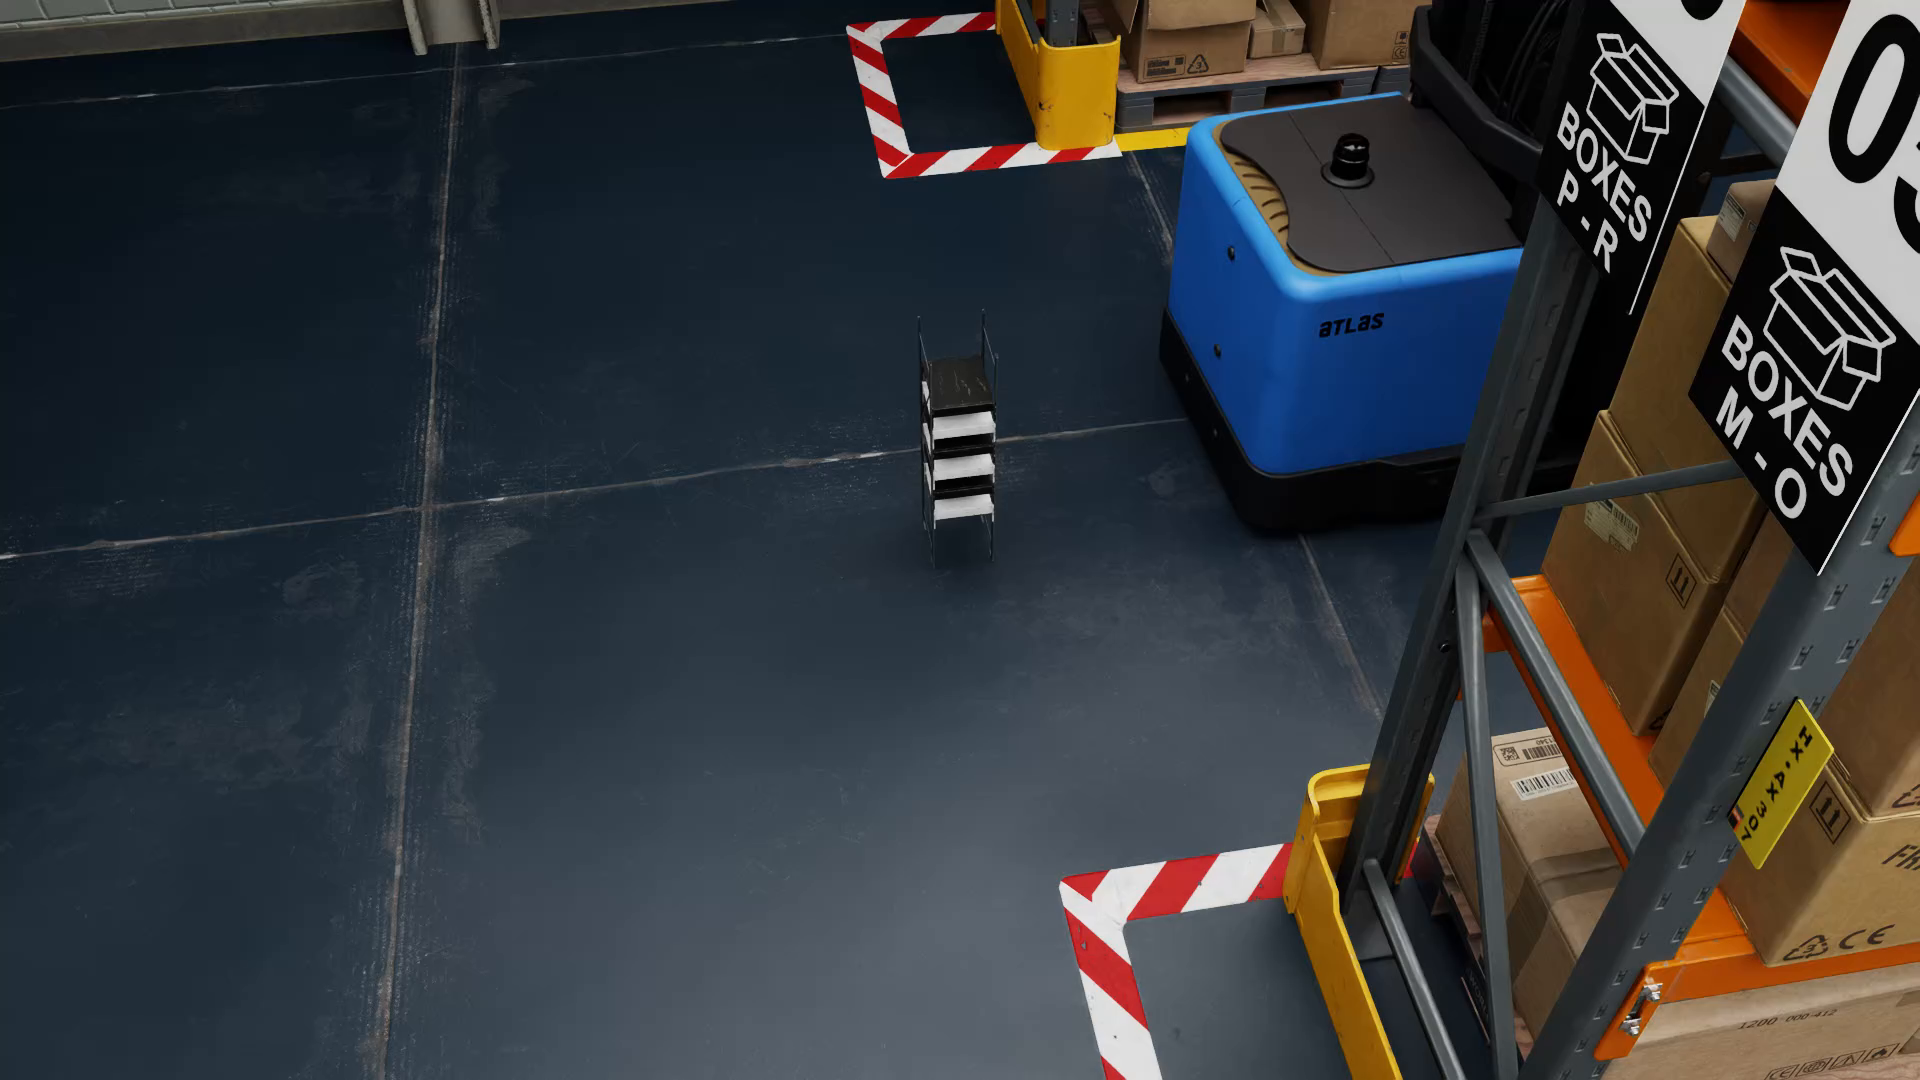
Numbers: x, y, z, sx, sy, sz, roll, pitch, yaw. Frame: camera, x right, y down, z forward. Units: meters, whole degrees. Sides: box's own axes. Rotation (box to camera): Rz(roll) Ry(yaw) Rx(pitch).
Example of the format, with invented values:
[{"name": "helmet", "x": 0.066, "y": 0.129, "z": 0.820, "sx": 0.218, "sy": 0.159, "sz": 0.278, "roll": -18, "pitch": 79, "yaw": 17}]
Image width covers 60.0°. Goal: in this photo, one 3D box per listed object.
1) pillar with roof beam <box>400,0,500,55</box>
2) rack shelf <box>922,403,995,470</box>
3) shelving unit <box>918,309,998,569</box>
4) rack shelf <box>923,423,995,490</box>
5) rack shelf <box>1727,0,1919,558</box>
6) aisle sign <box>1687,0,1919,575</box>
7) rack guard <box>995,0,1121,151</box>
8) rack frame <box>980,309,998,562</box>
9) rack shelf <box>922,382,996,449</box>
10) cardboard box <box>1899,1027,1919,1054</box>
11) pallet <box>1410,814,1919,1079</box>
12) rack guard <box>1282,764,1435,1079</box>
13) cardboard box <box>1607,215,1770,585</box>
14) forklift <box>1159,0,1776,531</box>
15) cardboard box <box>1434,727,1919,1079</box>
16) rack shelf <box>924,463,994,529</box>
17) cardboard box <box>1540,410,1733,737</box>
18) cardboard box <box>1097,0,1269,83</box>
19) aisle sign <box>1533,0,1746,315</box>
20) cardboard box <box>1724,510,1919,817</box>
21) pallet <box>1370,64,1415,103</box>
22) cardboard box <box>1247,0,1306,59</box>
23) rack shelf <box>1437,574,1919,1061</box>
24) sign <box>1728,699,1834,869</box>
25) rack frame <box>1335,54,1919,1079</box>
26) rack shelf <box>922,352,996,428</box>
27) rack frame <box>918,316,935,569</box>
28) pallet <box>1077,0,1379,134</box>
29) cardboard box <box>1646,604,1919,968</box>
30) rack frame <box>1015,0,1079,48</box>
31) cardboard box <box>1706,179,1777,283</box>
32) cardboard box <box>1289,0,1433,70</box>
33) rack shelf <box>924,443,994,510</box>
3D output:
[{"name": "pillar with roof beam", "x": -1.720, "y": -2.532, "z": 1.941, "sx": 0.400, "sy": 9.000, "sz": 9.100, "roll": -7, "pitch": 46, "yaw": -7}, {"name": "rack shelf", "x": -0.008, "y": -0.351, "z": 5.384, "sx": 0.200, "sy": 0.077, "sz": 0.258, "roll": -7, "pitch": 46, "yaw": -7}, {"name": "shelving unit", "x": -0.008, "y": -0.311, "z": 5.425, "sx": 0.210, "sy": 0.900, "sz": 0.258, "roll": -7, "pitch": 46, "yaw": -7}, {"name": "rack shelf", "x": -0.008, "y": -0.288, "z": 5.449, "sx": 0.200, "sy": 0.077, "sz": 0.258, "roll": -7, "pitch": 46, "yaw": -7}, {"name": "rack shelf", "x": 3.177, "y": -0.712, "z": 2.770, "sx": 4.000, "sy": 0.370, "sz": 1.077, "roll": -7, "pitch": 46, "yaw": -7}, {"name": "aisle sign", "x": 1.185, "y": -0.363, "z": 2.211, "sx": 0.004, "sy": 0.787, "sz": 0.394, "roll": -7, "pitch": 46, "yaw": -7}, {"name": "rack guard", "x": 0.431, "y": -2.339, "z": 7.657, "sx": 0.348, "sy": 0.500, "sz": 1.175, "roll": -7, "pitch": 46, "yaw": -7}, {"name": "rack frame", "x": 0.092, "y": -0.324, "z": 5.437, "sx": 0.006, "sy": 0.900, "sz": 0.240, "roll": -7, "pitch": 46, "yaw": -7}, {"name": "rack shelf", "x": -0.008, "y": -0.413, "z": 5.319, "sx": 0.200, "sy": 0.077, "sz": 0.258, "roll": -7, "pitch": 46, "yaw": -7}, {"name": "cardboard box", "x": 2.740, "y": 0.797, "z": 4.386, "sx": 0.875, "sy": 0.438, "sz": 0.875, "roll": -6, "pitch": 46, "yaw": -6}, {"name": "pallet", "x": 1.981, "y": 1.138, "z": 4.507, "sx": 1.213, "sy": 0.211, "sz": 1.003, "roll": -7, "pitch": 46, "yaw": -7}, {"name": "rack guard", "x": 1.183, "y": 1.195, "z": 4.252, "sx": 0.348, "sy": 0.500, "sz": 1.175, "roll": -7, "pitch": 46, "yaw": -7}, {"name": "cardboard box", "x": 1.641, "y": -0.285, "z": 3.178, "sx": 0.500, "sy": 0.500, "sz": 0.500, "roll": -6, "pitch": 46, "yaw": -5}, {"name": "forklift", "x": 2.330, "y": -1.617, "z": 5.273, "sx": 3.031, "sy": 2.935, "sz": 1.130, "roll": -10, "pitch": 47, "yaw": -10}, {"name": "cardboard box", "x": 1.840, "y": 0.916, "z": 4.272, "sx": 0.875, "sy": 0.438, "sz": 0.875, "roll": -9, "pitch": 47, "yaw": -8}, {"name": "rack shelf", "x": -0.008, "y": -0.163, "z": 5.579, "sx": 0.200, "sy": 0.077, "sz": 0.258, "roll": -7, "pitch": 46, "yaw": -7}, {"name": "cardboard box", "x": 1.637, "y": 0.043, "z": 3.556, "sx": 0.500, "sy": 0.500, "sz": 0.500, "roll": -7, "pitch": 46, "yaw": -7}, {"name": "cardboard box", "x": 0.975, "y": -2.485, "z": 7.503, "sx": 0.637, "sy": 0.503, "sz": 0.797, "roll": -9, "pitch": 47, "yaw": -8}, {"name": "aisle sign", "x": 1.083, "y": -0.789, "z": 2.622, "sx": 0.004, "sy": 0.787, "sz": 0.394, "roll": -7, "pitch": 46, "yaw": -7}, {"name": "cardboard box", "x": 1.728, "y": 0.086, "z": 2.820, "sx": 0.500, "sy": 0.500, "sz": 0.500, "roll": -8, "pitch": 47, "yaw": -8}, {"name": "pallet", "x": 2.416, "y": -2.485, "z": 7.998, "sx": 1.213, "sy": 0.211, "sz": 1.003, "roll": -7, "pitch": 46, "yaw": -7}, {"name": "cardboard box", "x": 1.401, "y": -2.386, "z": 7.654, "sx": 0.250, "sy": 0.149, "sz": 0.380, "roll": -9, "pitch": 47, "yaw": -8}, {"name": "rack shelf", "x": 3.177, "y": 0.329, "z": 3.850, "sx": 4.000, "sy": 0.370, "sz": 1.077, "roll": -7, "pitch": 46, "yaw": -7}, {"name": "sign", "x": 1.295, "y": 0.391, "z": 2.634, "sx": 0.005, "sy": 0.325, "sz": 0.100, "roll": -7, "pitch": 46, "yaw": -7}, {"name": "rack frame", "x": 1.207, "y": 0.324, "z": 3.354, "sx": 0.127, "sy": 3.000, "sz": 1.000, "roll": -7, "pitch": 46, "yaw": -7}, {"name": "rack shelf", "x": -0.008, "y": -0.475, "z": 5.255, "sx": 0.200, "sy": 0.077, "sz": 0.258, "roll": -7, "pitch": 46, "yaw": -7}, {"name": "rack frame", "x": -0.108, "y": -0.299, "z": 5.413, "sx": 0.006, "sy": 0.900, "sz": 0.240, "roll": -7, "pitch": 46, "yaw": -7}, {"name": "pallet", "x": 1.217, "y": -2.337, "z": 7.856, "sx": 1.213, "sy": 0.211, "sz": 1.003, "roll": -7, "pitch": 46, "yaw": -7}, {"name": "cardboard box", "x": 1.729, "y": 0.435, "z": 3.179, "sx": 0.500, "sy": 0.500, "sz": 0.500, "roll": -7, "pitch": 47, "yaw": -7}, {"name": "rack frame", "x": 0.357, "y": -3.197, "z": 6.747, "sx": 0.127, "sy": 3.000, "sz": 1.000, "roll": -7, "pitch": 46, "yaw": -7}, {"name": "cardboard box", "x": 1.526, "y": -0.468, "z": 2.904, "sx": 0.250, "sy": 0.149, "sz": 0.380, "roll": -7, "pitch": 46, "yaw": -6}, {"name": "cardboard box", "x": 1.824, "y": -2.561, "z": 7.579, "sx": 0.500, "sy": 0.500, "sz": 0.700, "roll": -5, "pitch": 46, "yaw": -5}, {"name": "rack shelf", "x": -0.008, "y": -0.226, "z": 5.514, "sx": 0.200, "sy": 0.077, "sz": 0.258, "roll": -7, "pitch": 46, "yaw": -7}]
